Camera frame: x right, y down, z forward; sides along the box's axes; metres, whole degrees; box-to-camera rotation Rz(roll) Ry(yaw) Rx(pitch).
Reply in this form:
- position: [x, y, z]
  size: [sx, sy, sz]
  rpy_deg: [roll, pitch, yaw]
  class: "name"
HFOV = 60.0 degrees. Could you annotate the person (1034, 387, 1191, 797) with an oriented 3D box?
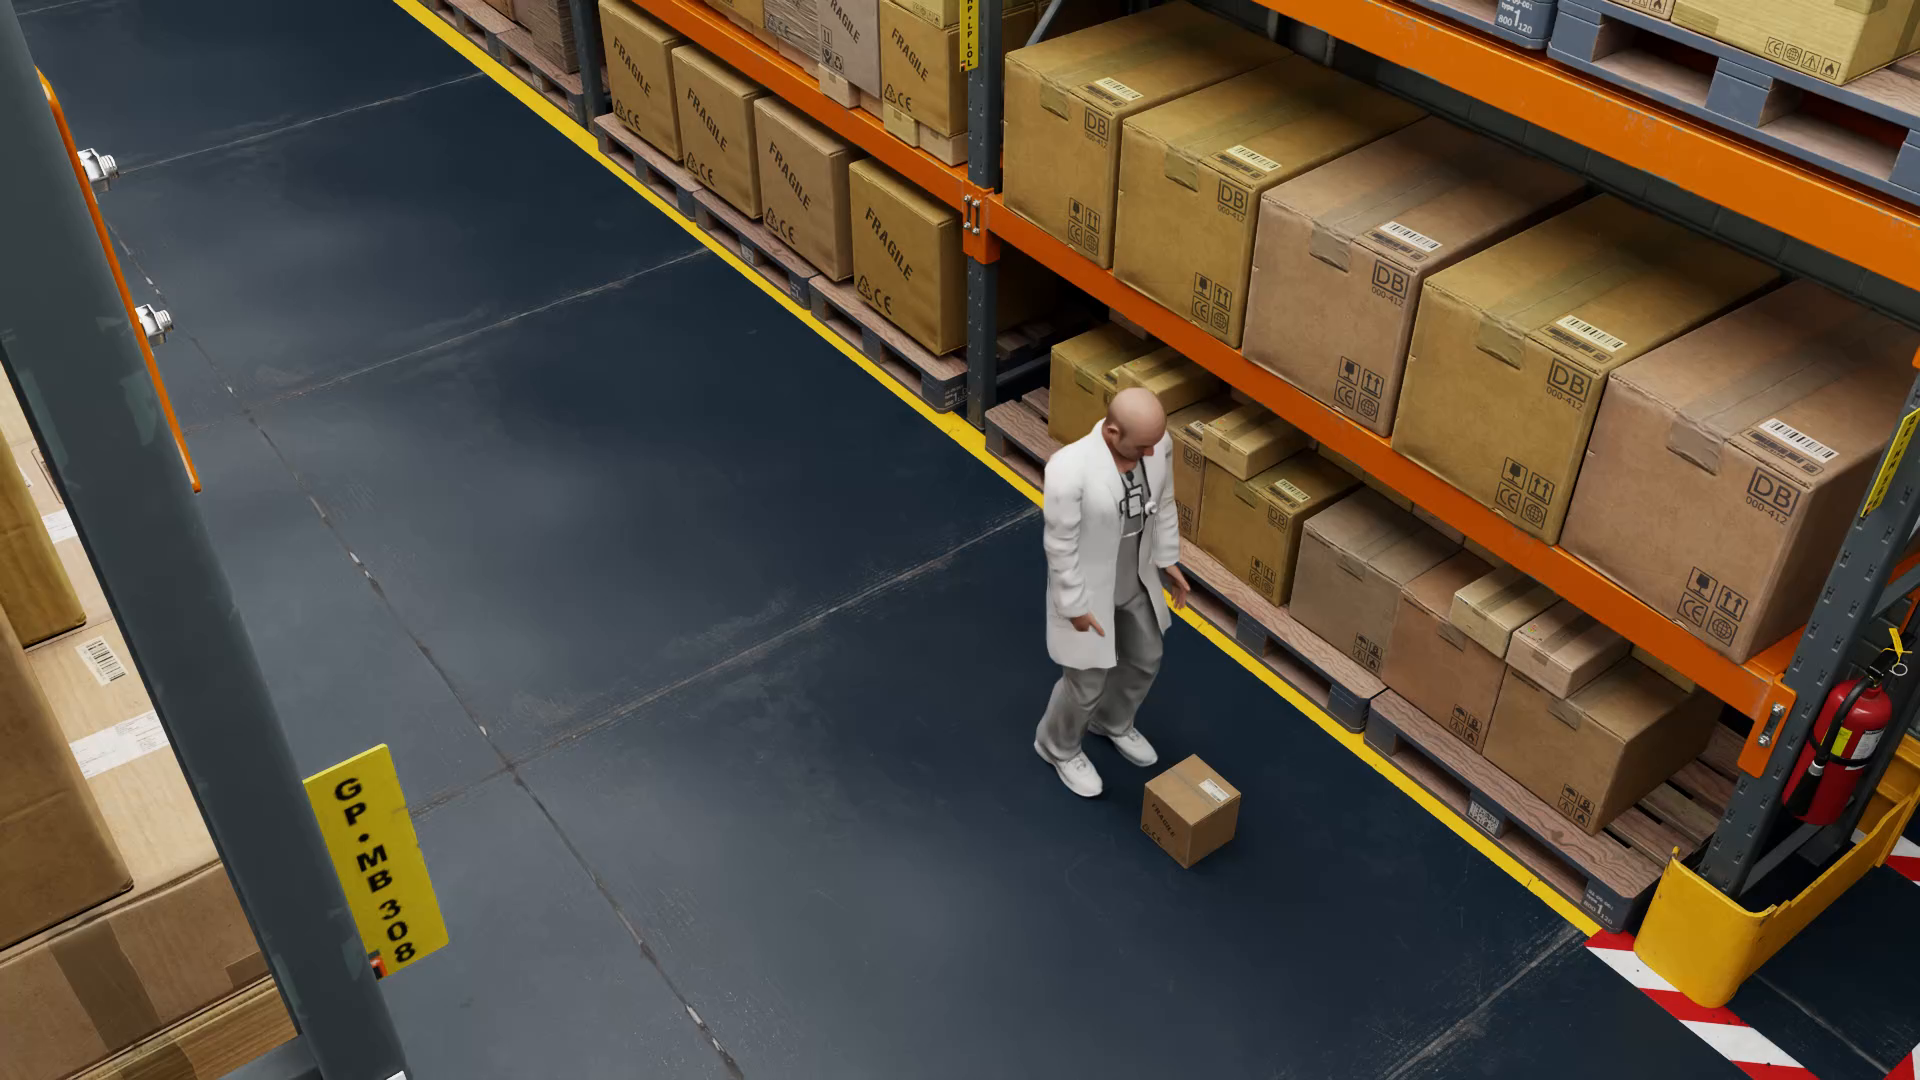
- position: [0.549, 0.166, 5.998]
  size: [0.579, 1.752, 0.395]
  rpy_deg: [-26, 46, -28]
  class: "person"
